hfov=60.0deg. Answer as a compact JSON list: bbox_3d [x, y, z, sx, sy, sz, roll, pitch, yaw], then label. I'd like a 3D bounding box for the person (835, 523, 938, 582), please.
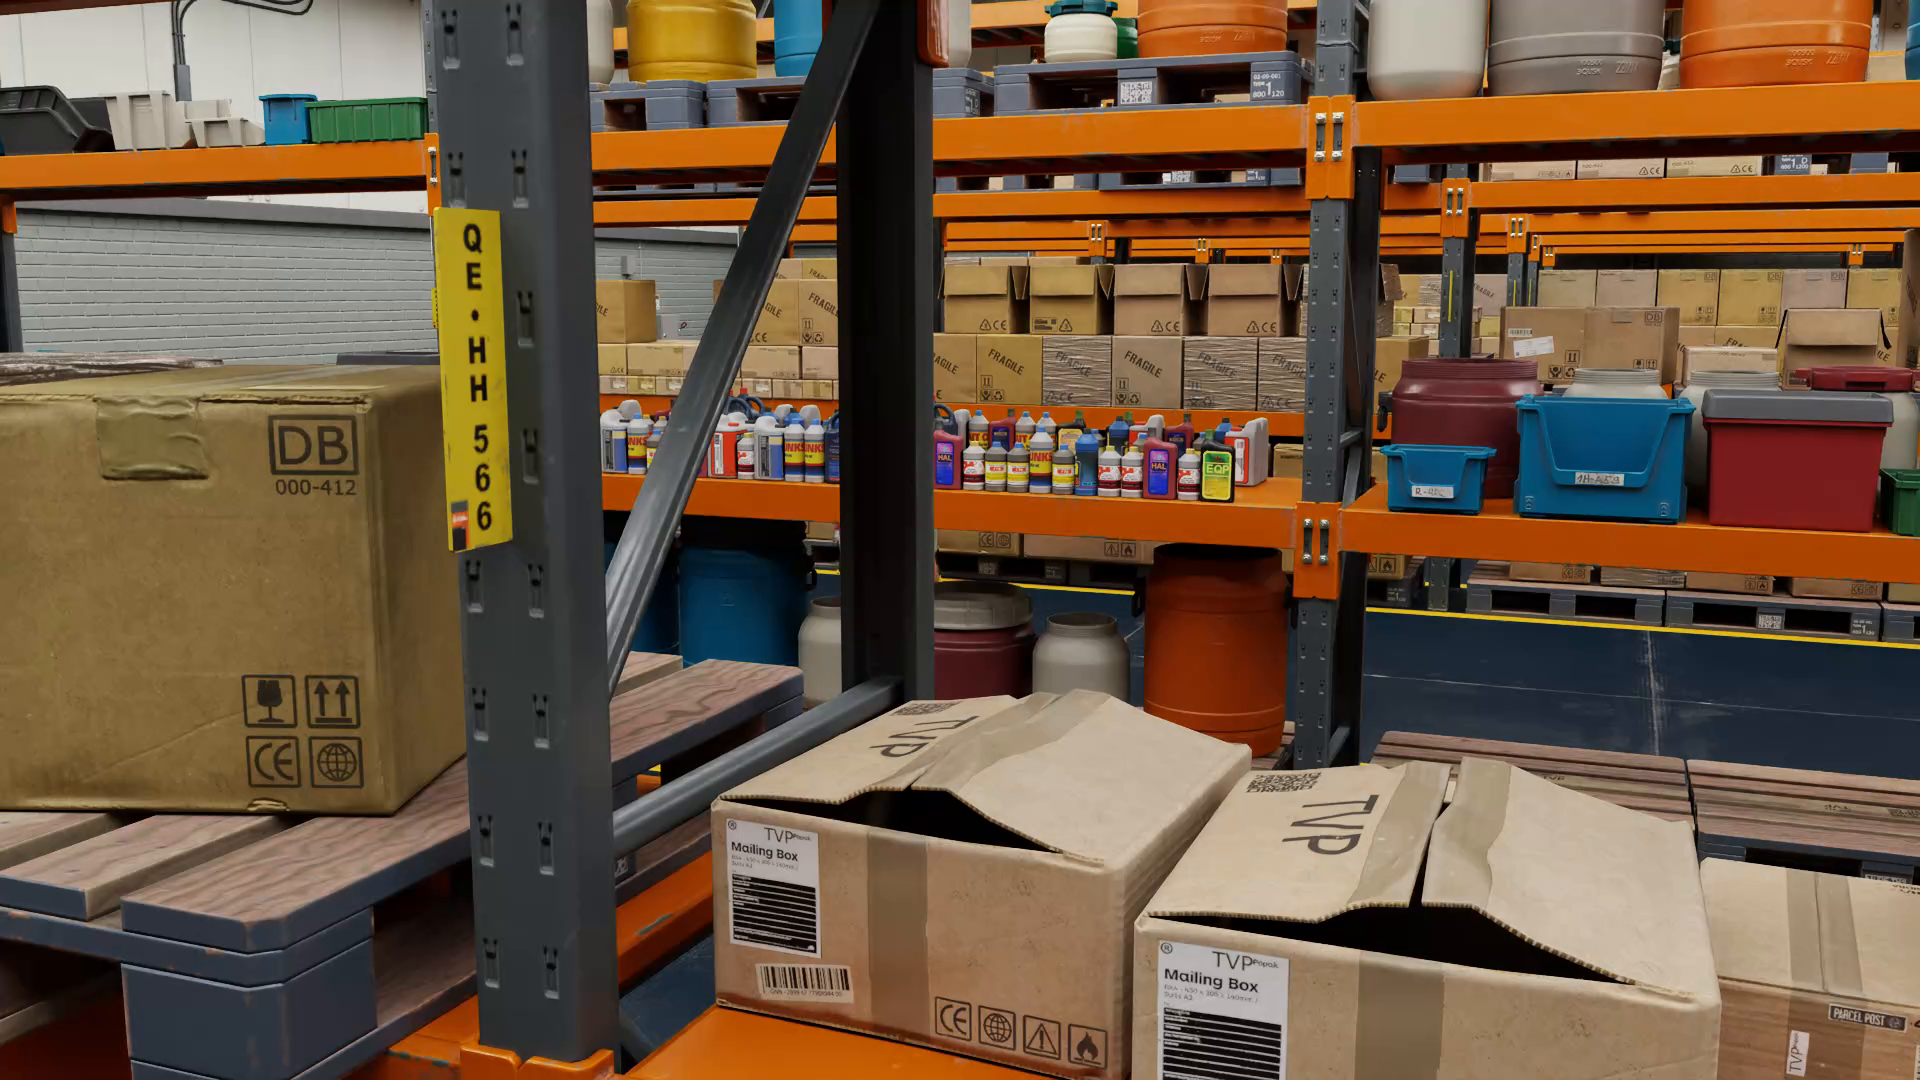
[{"bbox_3d":[-0.402,0.183,9.566,0.532,1.036,0.959,3,9,18],"label":"person"}]
